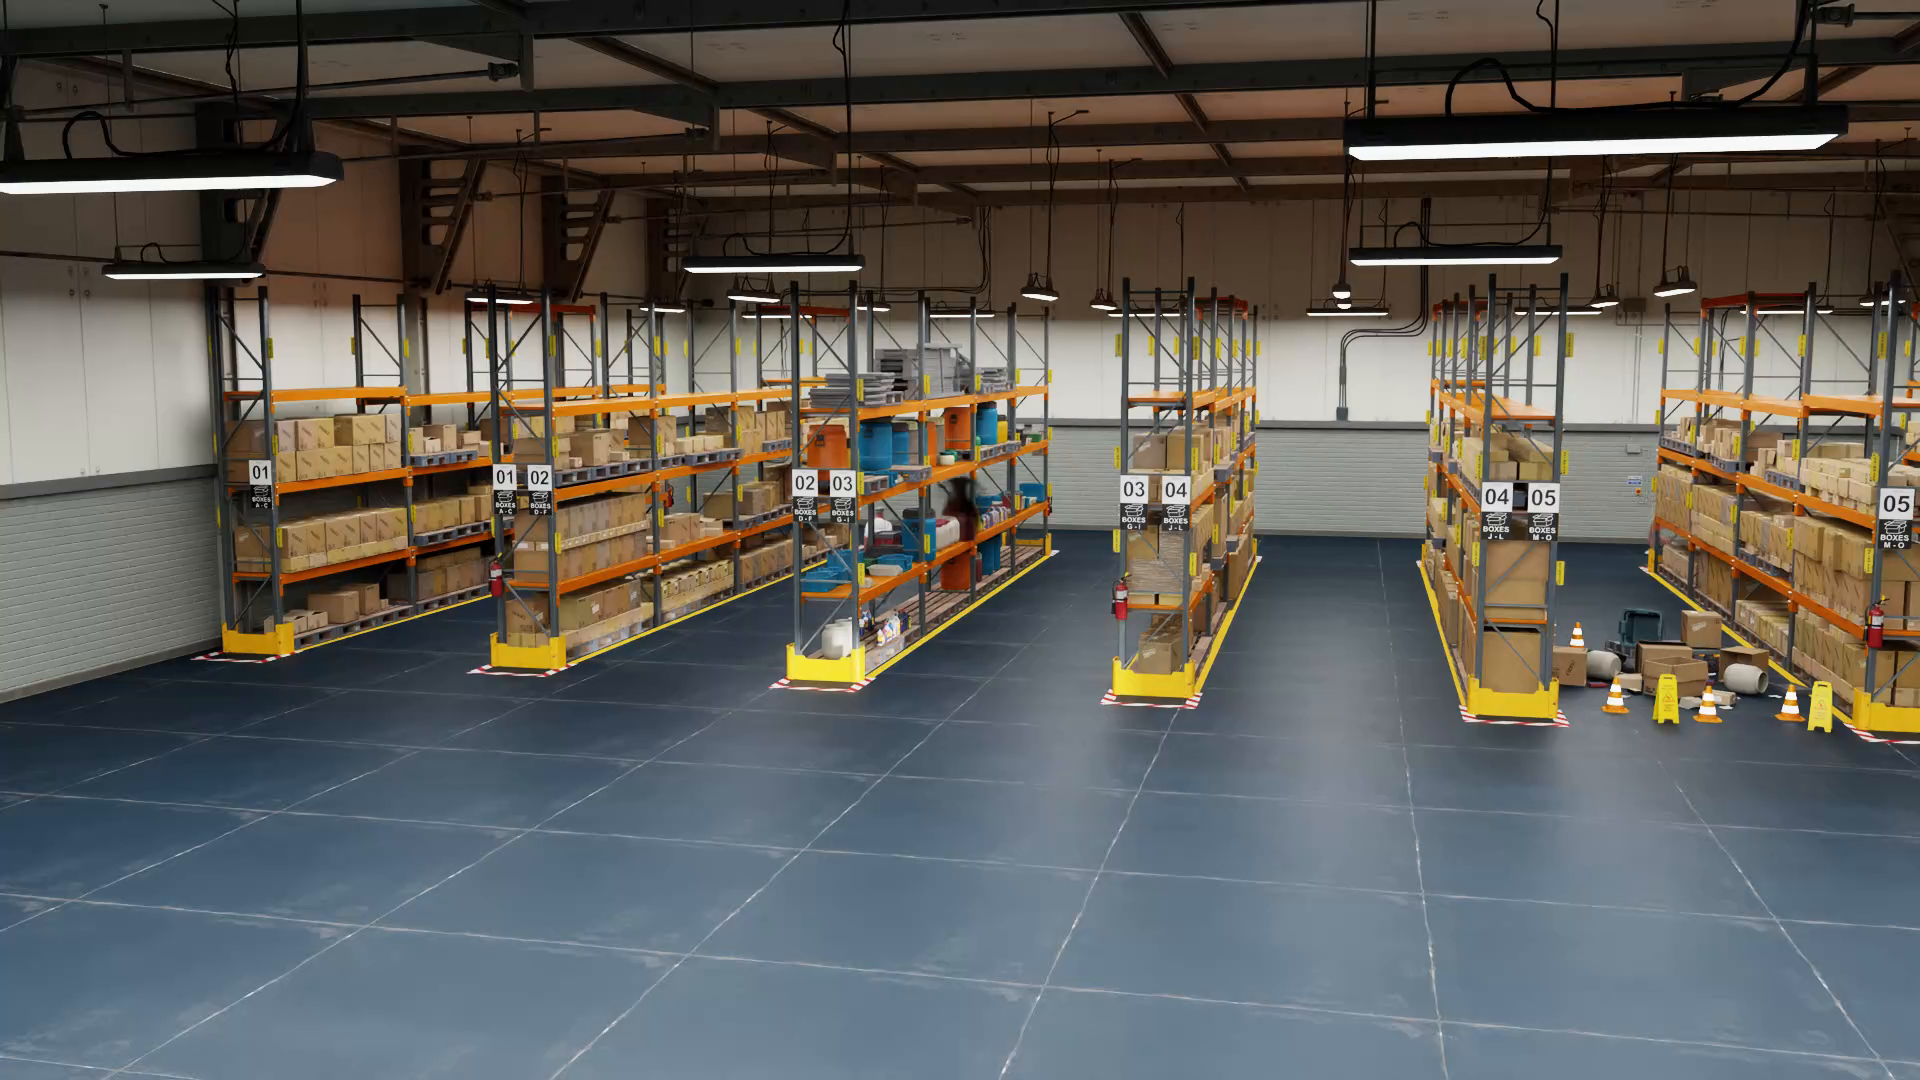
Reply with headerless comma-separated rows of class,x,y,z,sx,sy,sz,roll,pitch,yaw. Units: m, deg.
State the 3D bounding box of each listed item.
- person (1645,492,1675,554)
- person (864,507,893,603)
person,16.974,-0.459,40.334,0.629,1.648,0.499,1,7,5
person,-1.516,0.308,31.185,0.532,1.856,0.510,-5,8,-35
